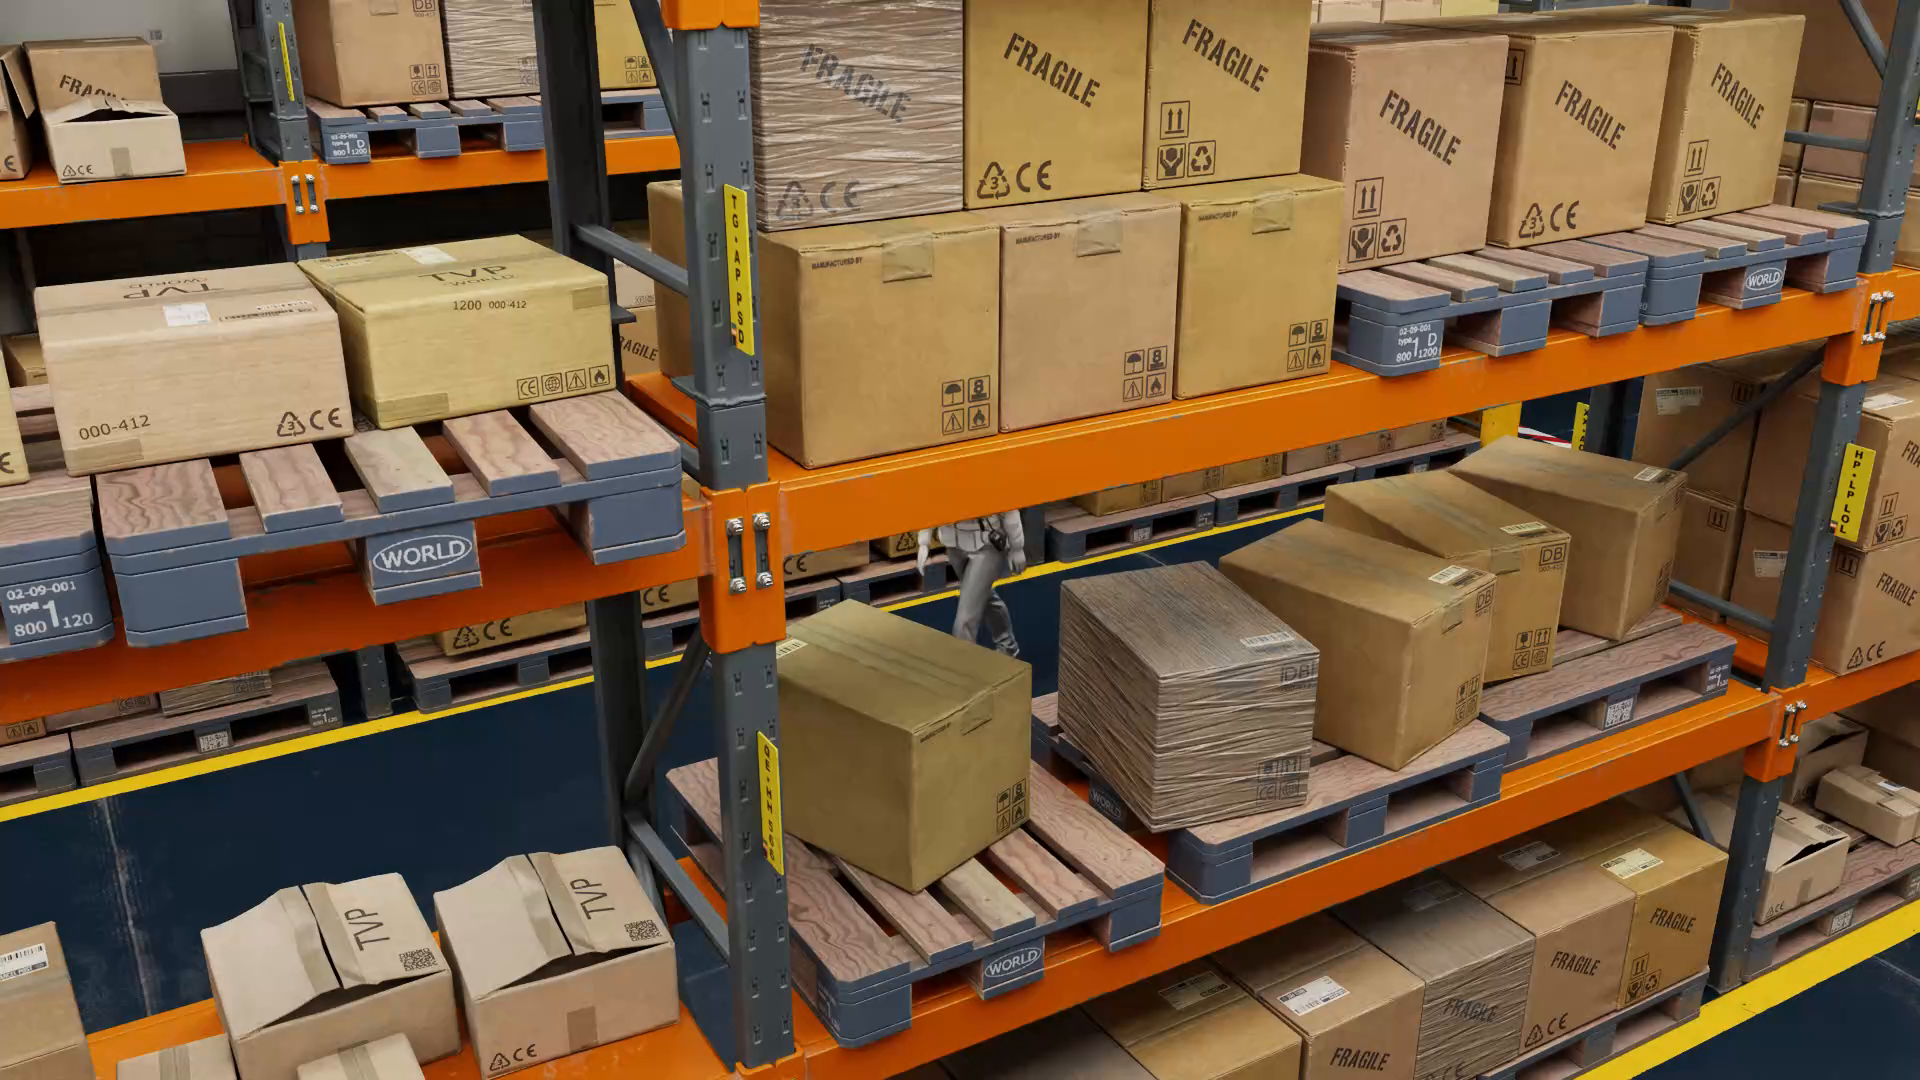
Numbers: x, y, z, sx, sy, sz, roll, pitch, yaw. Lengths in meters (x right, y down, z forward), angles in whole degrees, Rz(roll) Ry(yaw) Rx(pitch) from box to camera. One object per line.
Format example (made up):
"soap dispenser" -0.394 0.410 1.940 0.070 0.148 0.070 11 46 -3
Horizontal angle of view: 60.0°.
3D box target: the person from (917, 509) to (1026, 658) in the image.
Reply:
"person" 0.011 0.023 8.482 0.514 1.616 0.968 16 27 35
